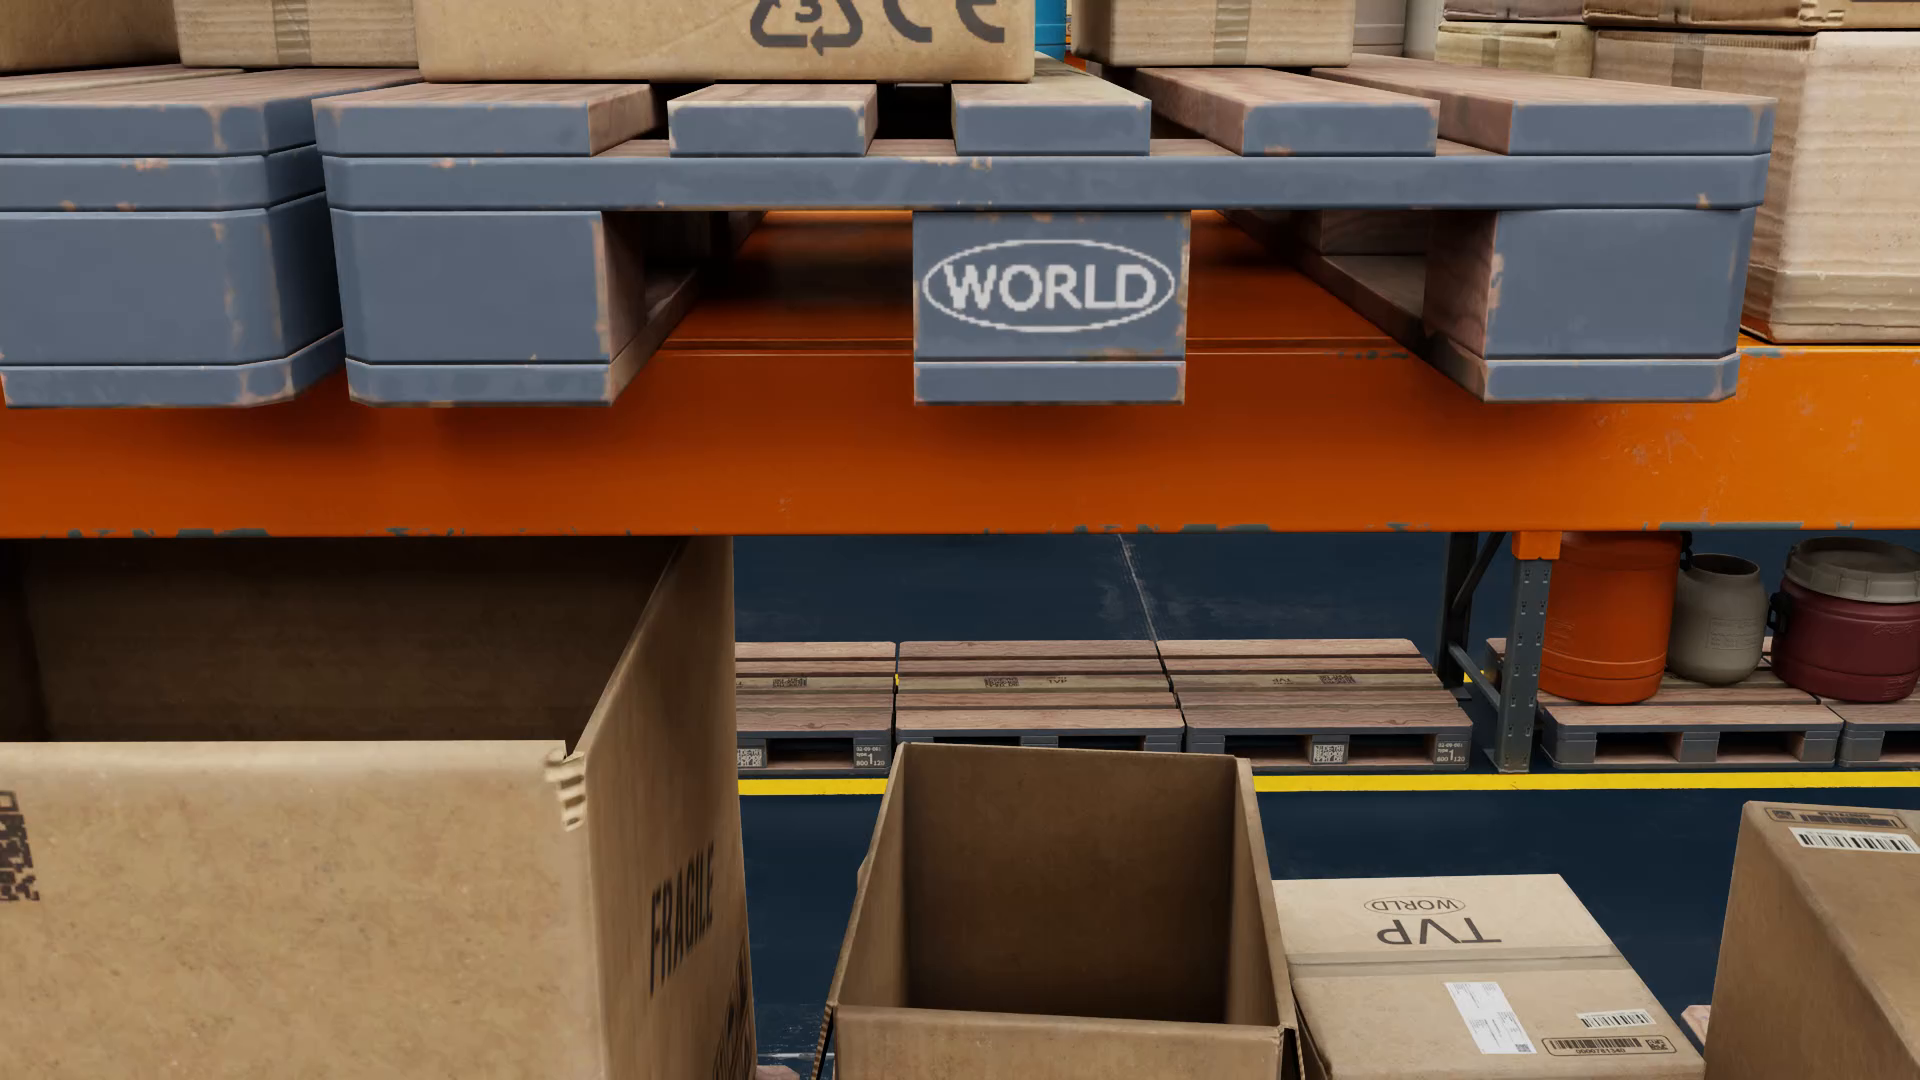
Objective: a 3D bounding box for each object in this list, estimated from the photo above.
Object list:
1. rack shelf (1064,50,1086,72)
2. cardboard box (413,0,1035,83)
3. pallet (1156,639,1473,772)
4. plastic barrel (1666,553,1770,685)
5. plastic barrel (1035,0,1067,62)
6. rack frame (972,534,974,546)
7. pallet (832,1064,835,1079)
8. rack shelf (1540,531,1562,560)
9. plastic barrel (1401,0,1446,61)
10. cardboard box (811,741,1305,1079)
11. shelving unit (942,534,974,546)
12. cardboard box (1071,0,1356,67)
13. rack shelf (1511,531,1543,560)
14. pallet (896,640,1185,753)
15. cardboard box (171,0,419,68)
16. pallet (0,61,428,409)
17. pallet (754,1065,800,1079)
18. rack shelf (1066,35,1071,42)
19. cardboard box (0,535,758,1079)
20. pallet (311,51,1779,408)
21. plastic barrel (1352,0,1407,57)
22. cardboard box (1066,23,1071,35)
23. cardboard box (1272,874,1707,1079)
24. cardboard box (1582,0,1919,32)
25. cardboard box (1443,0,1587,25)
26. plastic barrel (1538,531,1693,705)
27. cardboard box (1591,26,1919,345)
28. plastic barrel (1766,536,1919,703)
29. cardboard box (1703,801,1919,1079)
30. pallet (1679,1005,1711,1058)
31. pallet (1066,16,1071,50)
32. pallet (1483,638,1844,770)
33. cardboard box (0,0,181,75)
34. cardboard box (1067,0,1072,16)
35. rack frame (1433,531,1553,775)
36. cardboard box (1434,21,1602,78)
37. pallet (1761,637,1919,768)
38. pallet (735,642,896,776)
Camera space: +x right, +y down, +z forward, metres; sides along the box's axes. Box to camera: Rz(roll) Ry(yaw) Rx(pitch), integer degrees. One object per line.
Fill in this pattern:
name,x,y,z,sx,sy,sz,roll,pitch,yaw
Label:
rack shelf,0.243,-3.185,11.333,4.000,0.370,1.077,0,18,-1
cardboard box,-0.190,-0.718,1.609,0.637,0.503,0.797,0,18,1
pallet,1.542,0.724,7.447,1.213,0.211,1.003,0,18,-1
plastic barrel,3.370,0.351,7.428,0.421,0.512,0.421,0,18,0
plastic barrel,0.131,-2.319,6.634,0.708,0.901,0.600,0,18,-1
rack frame,0.077,-0.572,9.865,0.006,1.200,0.240,0,18,-1
pallet,0.417,1.030,2.240,1.213,0.211,1.003,0,18,-1
rack shelf,4.317,-0.263,7.135,4.000,0.370,1.077,0,18,-1
plastic barrel,2.002,-2.170,6.807,0.421,0.512,0.421,0,18,0
cardboard box,0.128,0.650,2.254,0.637,0.503,0.797,2,18,5
shelving unit,-0.014,-0.571,9.864,0.189,1.200,0.258,0,18,-1
cardboard box,0.270,-0.621,1.856,0.250,0.166,0.380,-1,18,-2
rack shelf,0.318,-0.244,7.075,4.000,0.370,1.077,0,18,-1
pallet,0.326,0.729,7.431,1.213,0.211,1.003,0,18,-1
cardboard box,-0.665,-0.664,1.827,0.258,0.266,0.396,0,18,1
pallet,-0.985,-0.373,1.698,1.003,0.211,1.213,0,18,-1
pallet,-0.837,1.068,2.122,1.213,0.211,1.003,0,18,-1
rack shelf,0.162,-4.698,16.049,4.000,0.370,1.077,0,18,-1
cardboard box,-0.807,0.489,1.942,1.000,1.000,1.000,0,18,0
pallet,0.052,-0.379,1.716,1.003,0.211,1.213,0,18,-1
plastic barrel,1.493,-2.325,6.655,0.600,0.901,0.600,0,18,0
cardboard box,0.864,-5.131,16.019,0.637,0.503,0.797,2,18,7
cardboard box,0.716,0.726,2.432,0.500,0.250,0.500,-1,18,-2
cardboard box,0.915,-0.715,1.474,0.500,0.500,0.500,0,18,0
cardboard box,0.912,-0.868,1.949,0.500,0.500,0.500,-1,18,-2
plastic barrel,2.807,0.230,7.286,0.708,0.830,0.600,0,18,-1
cardboard box,0.926,-0.355,1.578,0.500,0.250,0.500,0,18,1
plastic barrel,3.936,0.339,7.340,0.708,0.588,0.600,0,18,-1
cardboard box,1.300,0.717,2.050,0.500,0.500,0.700,2,18,7
pallet,1.685,1.044,2.197,1.003,0.211,1.213,0,18,-1
pallet,0.448,-3.411,11.167,1.213,0.211,1.003,1,18,2
pallet,3.105,0.715,7.473,1.213,0.211,1.003,0,18,-1
cardboard box,-1.132,-0.714,1.594,0.637,0.503,0.797,-1,18,-4
cardboard box,0.694,-3.639,11.129,0.500,0.250,0.500,-1,18,-2
rack frame,2.318,-0.596,6.995,0.127,3.000,1.000,0,18,-1
cardboard box,0.895,-0.508,2.055,0.500,0.250,0.500,0,18,0
pallet,4.322,0.710,7.488,1.213,0.211,1.003,0,18,-1
pallet,-0.897,0.735,7.410,1.213,0.211,1.003,0,18,-1
